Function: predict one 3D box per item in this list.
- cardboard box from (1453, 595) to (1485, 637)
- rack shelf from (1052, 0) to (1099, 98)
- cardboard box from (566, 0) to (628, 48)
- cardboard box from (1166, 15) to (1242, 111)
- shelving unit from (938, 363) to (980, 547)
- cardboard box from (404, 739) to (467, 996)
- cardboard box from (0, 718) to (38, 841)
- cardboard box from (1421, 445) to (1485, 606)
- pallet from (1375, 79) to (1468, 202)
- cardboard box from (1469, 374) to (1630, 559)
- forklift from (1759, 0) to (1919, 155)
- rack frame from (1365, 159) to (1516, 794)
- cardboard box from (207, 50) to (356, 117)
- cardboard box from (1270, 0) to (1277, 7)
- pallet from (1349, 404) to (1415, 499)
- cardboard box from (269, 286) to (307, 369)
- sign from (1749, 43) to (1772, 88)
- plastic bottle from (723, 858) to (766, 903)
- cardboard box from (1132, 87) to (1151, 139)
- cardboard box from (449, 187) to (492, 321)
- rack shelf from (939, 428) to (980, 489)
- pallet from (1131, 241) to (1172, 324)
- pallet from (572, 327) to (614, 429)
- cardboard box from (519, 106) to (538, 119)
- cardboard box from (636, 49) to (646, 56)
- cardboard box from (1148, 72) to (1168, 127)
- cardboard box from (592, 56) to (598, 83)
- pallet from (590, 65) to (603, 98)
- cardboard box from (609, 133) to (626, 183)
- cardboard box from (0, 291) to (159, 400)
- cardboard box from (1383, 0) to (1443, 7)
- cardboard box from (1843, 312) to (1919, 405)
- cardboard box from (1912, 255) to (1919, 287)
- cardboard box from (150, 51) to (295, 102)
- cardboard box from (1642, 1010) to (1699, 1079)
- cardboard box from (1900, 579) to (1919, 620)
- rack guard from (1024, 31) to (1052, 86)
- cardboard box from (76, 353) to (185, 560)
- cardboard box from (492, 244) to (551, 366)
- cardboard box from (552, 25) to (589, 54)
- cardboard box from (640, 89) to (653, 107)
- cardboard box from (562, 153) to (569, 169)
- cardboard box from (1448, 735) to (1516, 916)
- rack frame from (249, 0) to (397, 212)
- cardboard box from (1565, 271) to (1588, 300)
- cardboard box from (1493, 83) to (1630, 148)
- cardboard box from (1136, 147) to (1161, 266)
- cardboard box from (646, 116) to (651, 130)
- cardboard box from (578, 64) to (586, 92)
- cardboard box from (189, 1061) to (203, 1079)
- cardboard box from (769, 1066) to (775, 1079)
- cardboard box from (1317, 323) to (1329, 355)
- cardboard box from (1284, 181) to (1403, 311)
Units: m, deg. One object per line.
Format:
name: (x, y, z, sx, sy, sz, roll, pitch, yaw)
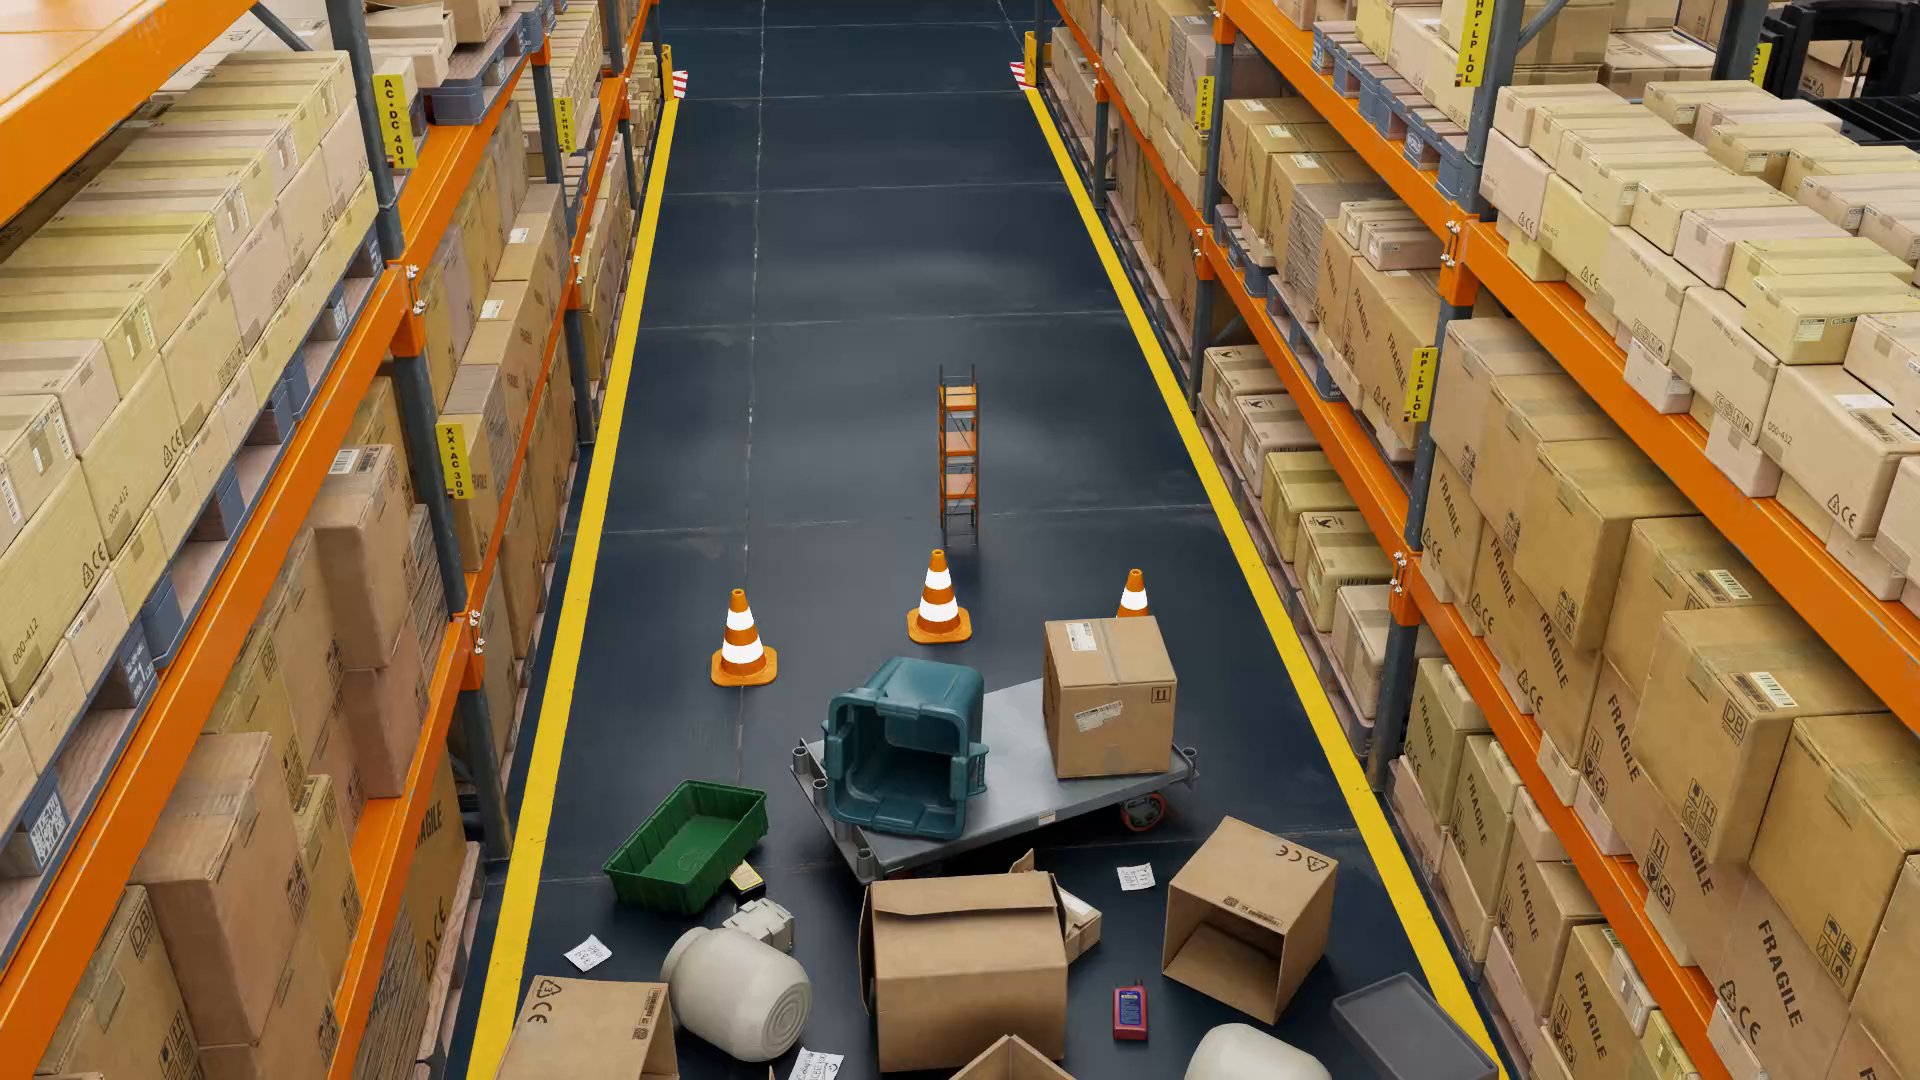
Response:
cardboard box: (2.205, 0.252, 6.648, 0.380, 0.149, 0.250, -2, 31, -3)
rack shelf: (1.486, -4.955, 15.822, 1.077, 0.370, 4.000, -3, 31, -5)
cardboard box: (-3.042, -4.390, 13.786, 0.500, 0.500, 0.500, -3, 31, -5)
cardboard box: (1.681, -3.186, 11.086, 0.500, 0.500, 0.500, -2, 31, -4)
shelving unit: (-0.005, -0.478, 9.527, 0.215, 1.050, 0.252, -3, 31, -5)
cardboard box: (-2.510, 1.187, 6.501, 0.875, 0.875, 0.875, -2, 31, -4)
cardboard box: (-1.863, 0.449, 2.886, 0.380, 0.149, 0.250, -2, 31, -4)
cardboard box: (2.184, -0.091, 6.590, 0.500, 0.500, 0.500, -3, 31, -5)
pallet: (2.468, -1.686, 6.905, 1.213, 0.211, 1.003, -3, 31, -5)
cardboard box: (2.271, -0.262, 5.900, 0.700, 0.500, 0.500, -3, 31, -4)
forklift: (4.771, -1.324, 9.109, 1.130, 2.935, 3.031, -3, 31, -5)
rack frame: (2.420, -0.159, 7.090, 1.000, 3.000, 0.127, -3, 31, -5)
cardboard box: (-2.147, -1.444, 5.277, 0.380, 0.149, 0.250, -3, 31, -5)
cardboard box: (1.930, -3.132, 9.273, 0.396, 0.266, 0.258, -3, 31, -5)
pallet: (2.494, -0.473, 7.804, 1.003, 0.211, 1.213, -3, 31, -5)
cardboard box: (-2.051, -0.584, 4.615, 0.380, 0.149, 0.250, -2, 31, -4)
sign: (2.960, -1.698, 6.239, 0.100, 0.325, 0.005, -3, 31, -5)
plastic bottle: (-0.970, 1.460, 7.245, 0.133, 0.061, 0.283, -20, 36, -30)
cardboard box: (1.570, -3.159, 12.260, 0.500, 0.250, 0.500, -3, 31, -5)
cardboard box: (-2.694, -1.374, 8.052, 0.700, 0.500, 0.500, -3, 31, -5)
rack shelf: (-0.005, -0.469, 9.532, 0.215, 0.259, 0.240, -3, 31, -5)
pallet: (1.937, -2.031, 12.945, 1.003, 0.211, 1.213, -3, 31, -5)
pallet: (-2.944, -1.114, 11.409, 1.003, 0.211, 1.213, -3, 31, -5)
cardboard box: (-2.751, -2.622, 10.470, 0.380, 0.149, 0.250, -4, 31, -6)
cardboard box: (-3.352, -4.819, 16.683, 0.380, 0.149, 0.250, -2, 31, -4)
cardboard box: (1.628, -3.108, 11.687, 0.500, 0.250, 0.500, -4, 31, -6)
cardboard box: (-2.966, -3.573, 12.643, 0.380, 0.149, 0.250, -3, 31, -5)
pallet: (-3.320, -3.475, 12.829, 1.003, 0.211, 1.213, -3, 31, -5)
cardboard box: (-2.925, -3.015, 13.170, 0.500, 0.250, 0.500, -4, 31, -6)
cardboard box: (-1.957, -0.408, 3.543, 0.380, 0.149, 0.250, -3, 31, -5)
cardboard box: (2.122, -2.587, 7.479, 0.500, 0.250, 0.500, -2, 31, -4)
cardboard box: (2.454, -0.452, 4.124, 0.380, 0.149, 0.250, -4, 31, -6)
cardboard box: (2.907, -0.742, 4.610, 0.380, 0.149, 0.250, -2, 31, -4)
cardboard box: (-2.724, -1.669, 6.334, 0.500, 0.250, 0.500, -2, 31, -4)
cardboard box: (2.338, 1.574, 5.097, 0.380, 0.149, 0.250, -2, 31, -4)
cardboard box: (2.478, 0.140, 3.911, 0.380, 0.149, 0.250, -3, 31, -4)
rack guard: (1.297, -5.224, 18.009, 1.175, 0.500, 0.348, -3, 31, -5)
cardboard box: (-2.011, -0.177, 3.546, 0.500, 0.250, 0.500, -3, 31, -5)
cardboard box: (-2.471, -1.228, 8.783, 0.500, 0.500, 0.500, -3, 31, -5)
cardboard box: (-2.942, -3.683, 12.247, 0.380, 0.149, 0.250, -3, 31, -5)
cardboard box: (-3.175, -4.296, 16.097, 0.380, 0.149, 0.250, -2, 31, -4)
cardboard box: (-2.764, -2.497, 10.841, 0.380, 0.149, 0.250, -1, 31, -2)
cardboard box: (2.268, 1.107, 6.513, 0.500, 0.500, 0.500, -2, 31, -3)
rack frame: (-2.499, -2.445, 5.068, 1.000, 3.000, 0.127, -3, 31, -5)
cardboard box: (2.307, -0.910, 5.668, 0.380, 0.149, 0.250, -3, 31, -5)
cardboard box: (2.125, -1.504, 5.886, 0.380, 0.149, 0.250, -3, 31, -5)
cardboard box: (1.902, -2.738, 13.070, 0.875, 0.875, 0.875, -2, 31, -3)
cardboard box: (-3.172, -4.035, 15.951, 0.380, 0.149, 0.250, -2, 31, -4)
cardboard box: (-2.886, -3.288, 11.875, 0.380, 0.149, 0.250, -3, 31, -4)
cardboard box: (-2.278, 1.641, 3.931, 0.875, 0.550, 0.550, -3, 31, -5)
cardboard box: (-0.505, 2.093, 5.986, 0.396, 0.266, 0.258, 2, 31, 4)
cardboard box: (2.016, -1.002, 8.338, 0.380, 0.149, 0.250, -3, 31, -5)
cardboard box: (2.009, -1.519, 8.570, 0.500, 0.500, 0.500, -4, 31, -6)
